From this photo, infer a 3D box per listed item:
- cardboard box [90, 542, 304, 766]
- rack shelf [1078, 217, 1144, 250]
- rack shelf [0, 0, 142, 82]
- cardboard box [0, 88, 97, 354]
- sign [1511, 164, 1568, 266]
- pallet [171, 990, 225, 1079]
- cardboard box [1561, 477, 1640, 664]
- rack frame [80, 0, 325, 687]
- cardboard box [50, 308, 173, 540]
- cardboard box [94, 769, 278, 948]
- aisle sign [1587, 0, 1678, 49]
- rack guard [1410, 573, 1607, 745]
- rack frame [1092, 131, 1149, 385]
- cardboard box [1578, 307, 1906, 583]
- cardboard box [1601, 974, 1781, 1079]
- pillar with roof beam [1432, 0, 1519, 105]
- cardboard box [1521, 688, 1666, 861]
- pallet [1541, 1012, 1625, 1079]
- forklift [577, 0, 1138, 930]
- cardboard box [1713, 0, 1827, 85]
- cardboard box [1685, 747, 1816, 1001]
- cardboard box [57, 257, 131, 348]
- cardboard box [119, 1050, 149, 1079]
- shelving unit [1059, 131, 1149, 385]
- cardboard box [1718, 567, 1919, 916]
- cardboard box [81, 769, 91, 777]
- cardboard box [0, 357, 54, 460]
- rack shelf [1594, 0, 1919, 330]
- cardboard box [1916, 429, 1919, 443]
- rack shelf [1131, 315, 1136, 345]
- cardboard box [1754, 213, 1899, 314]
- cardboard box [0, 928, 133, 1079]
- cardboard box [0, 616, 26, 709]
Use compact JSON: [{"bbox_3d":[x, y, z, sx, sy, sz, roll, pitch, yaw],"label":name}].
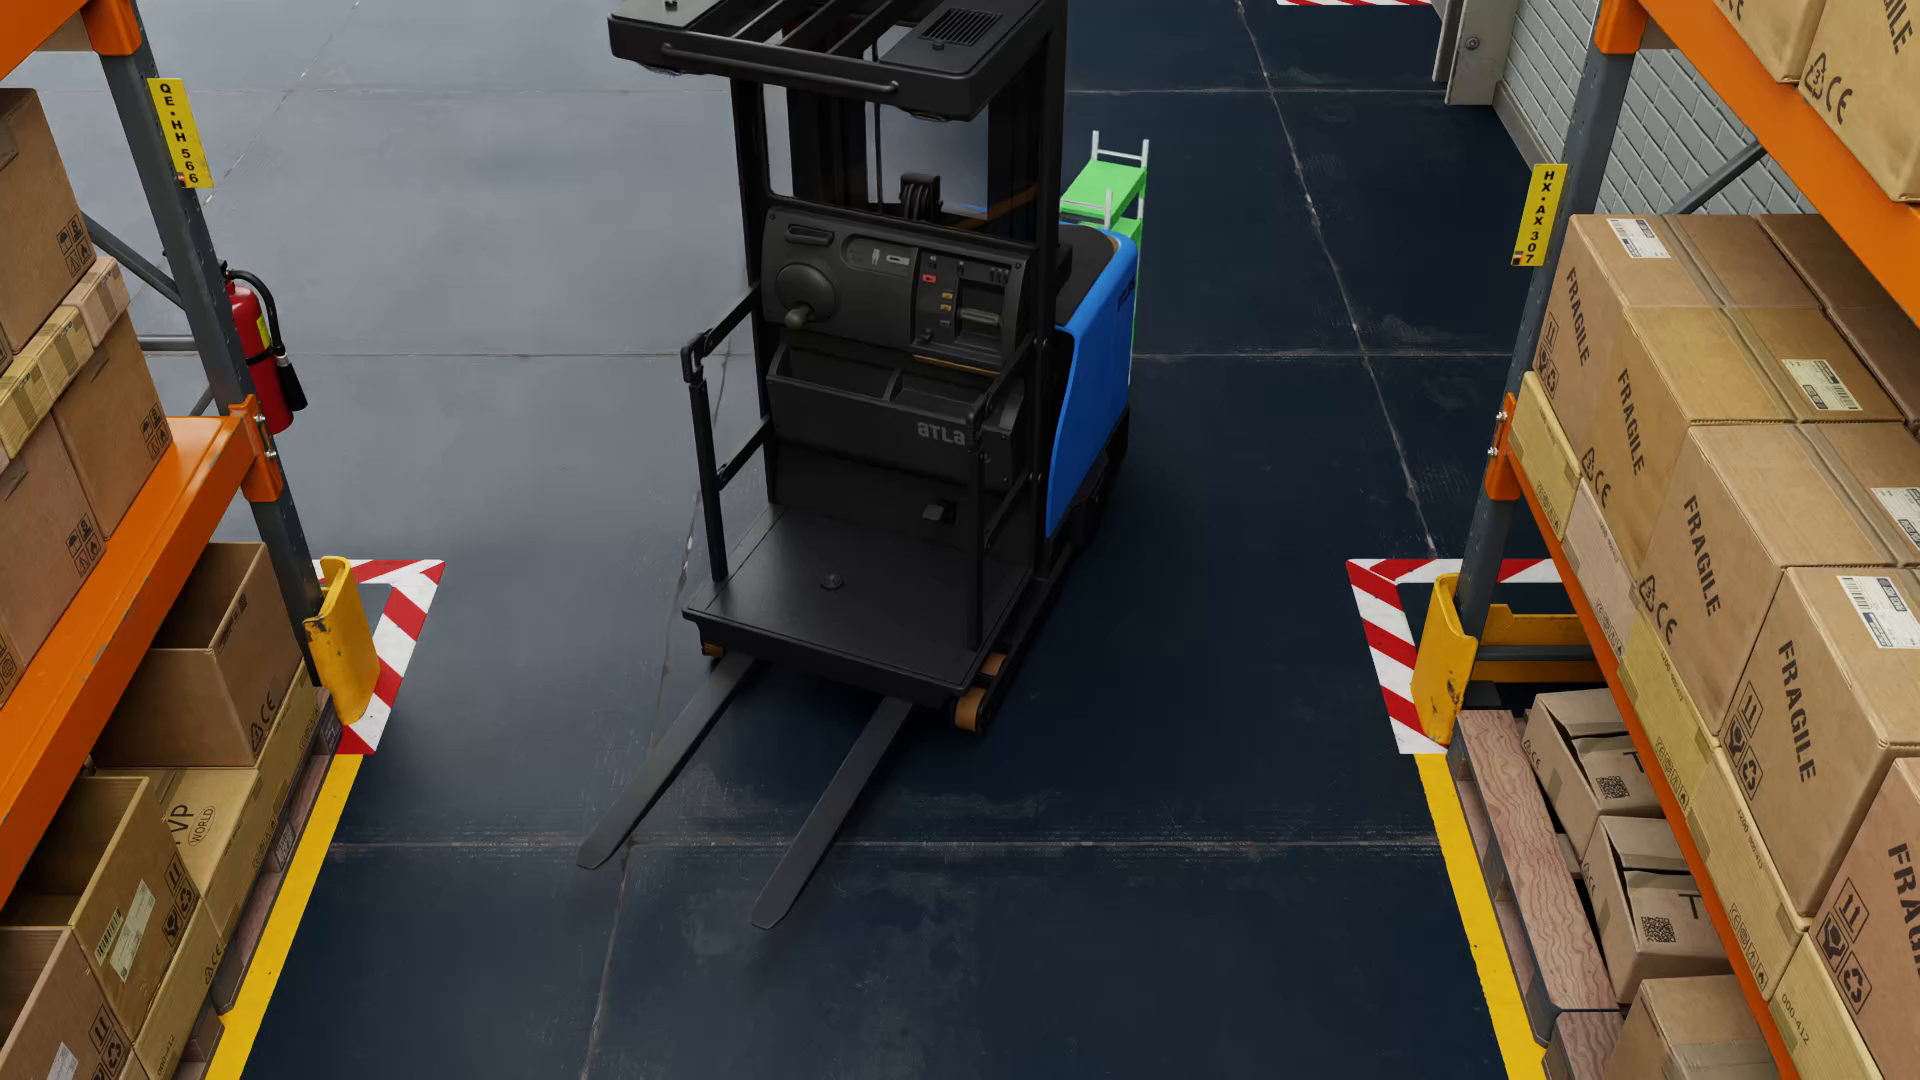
[{"bbox_3d":[-2.426,0.352,5.175,0.500,0.500,0.500,0,39,0],"label":"cardboard box"},{"bbox_3d":[0.578,-1.211,7.017,0.258,0.148,0.480,14,40,17],"label":"rack shelf"},{"bbox_3d":[-2.722,-0.239,2.826,1.077,0.370,4.000,0,39,0],"label":"rack shelf"},{"bbox_3d":[-2.737,-0.820,4.257,0.700,0.500,0.500,0,39,0],"label":"cardboard box"},{"bbox_3d":[1.687,-0.943,4.835,0.100,0.325,0.005,0,39,0],"label":"sign"},{"bbox_3d":[-2.683,1.728,4.425,1.003,0.211,1.213,0,39,0],"label":"pallet"},{"bbox_3d":[1.927,0.075,4.361,0.500,0.250,0.500,-1,39,-1],"label":"cardboard box"},{"bbox_3d":[-2.724,-0.599,5.099,1.000,3.000,0.127,0,39,0],"label":"rack frame"},{"bbox_3d":[-2.737,-0.347,4.704,0.700,0.500,0.500,0,39,0],"label":"cardboard box"},{"bbox_3d":[-2.416,0.957,5.020,0.500,0.250,0.500,0,39,0],"label":"cardboard box"},{"bbox_3d":[1.929,-1.665,4.350,0.394,0.787,0.004,0,39,0],"label":"aisle sign"},{"bbox_3d":[2.229,0.418,5.829,1.175,0.500,0.348,0,39,0],"label":"rack guard"},{"bbox_3d":[0.669,-1.213,7.304,0.240,1.200,0.015,14,40,17],"label":"rack frame"},{"bbox_3d":[1.920,-0.239,4.154,0.500,0.500,0.500,0,39,0],"label":"cardboard box"},{"bbox_3d":[2.092,1.446,4.193,0.700,0.500,0.500,-2,39,-3],"label":"cardboard box"},{"bbox_3d":[-1.217,-6.258,7.363,9.100,9.000,0.400,0,39,0],"label":"pillar with roof beam"},{"bbox_3d":[2.140,0.705,5.270,0.500,0.311,0.500,-4,39,-5],"label":"cardboard box"},{"bbox_3d":[2.193,1.799,4.336,1.003,0.211,1.213,0,39,0],"label":"pallet"},{"bbox_3d":[-0.309,-0.765,5.361,1.130,2.935,3.031,14,41,17],"label":"forklift"},{"bbox_3d":[1.945,-1.278,3.451,0.500,0.500,0.500,2,39,3],"label":"cardboard box"},{"bbox_3d":[1.920,0.710,3.569,0.500,0.250,0.500,0,39,0],"label":"cardboard box"},{"bbox_3d":[-2.533,-0.653,4.567,0.380,0.149,0.250,-1,39,-1],"label":"cardboard box"},{"bbox_3d":[-2.415,1.583,4.239,0.500,0.250,0.500,0,39,0],"label":"cardboard box"},{"bbox_3d":[0.577,-1.073,7.127,0.258,1.200,0.503,14,40,17],"label":"shelving unit"},{"bbox_3d":[1.927,0.406,3.348,0.500,0.500,0.500,1,39,1],"label":"cardboard box"},{"bbox_3d":[-2.942,0.958,5.019,0.500,0.250,0.500,0,39,0],"label":"cardboard box"},{"bbox_3d":[-2.531,-0.329,4.163,0.380,0.149,0.250,-1,39,-1],"label":"cardboard box"},{"bbox_3d":[2.232,-0.244,2.833,1.077,0.370,4.000,0,39,0],"label":"rack shelf"},{"bbox_3d":[2.438,0.085,3.749,0.500,0.500,0.500,-1,39,-1],"label":"cardboard box"},{"bbox_3d":[0.577,-0.835,7.315,0.258,0.148,0.480,14,40,17],"label":"rack shelf"},{"bbox_3d":[2.442,-0.553,4.545,0.500,0.500,0.500,0,39,-1],"label":"cardboard box"},{"bbox_3d":[-2.411,1.290,4.005,0.500,0.500,0.500,0,39,0],"label":"cardboard box"},{"bbox_3d":[-2.736,0.292,3.907,0.700,0.500,0.500,0,39,0],"label":"cardboard box"}]
